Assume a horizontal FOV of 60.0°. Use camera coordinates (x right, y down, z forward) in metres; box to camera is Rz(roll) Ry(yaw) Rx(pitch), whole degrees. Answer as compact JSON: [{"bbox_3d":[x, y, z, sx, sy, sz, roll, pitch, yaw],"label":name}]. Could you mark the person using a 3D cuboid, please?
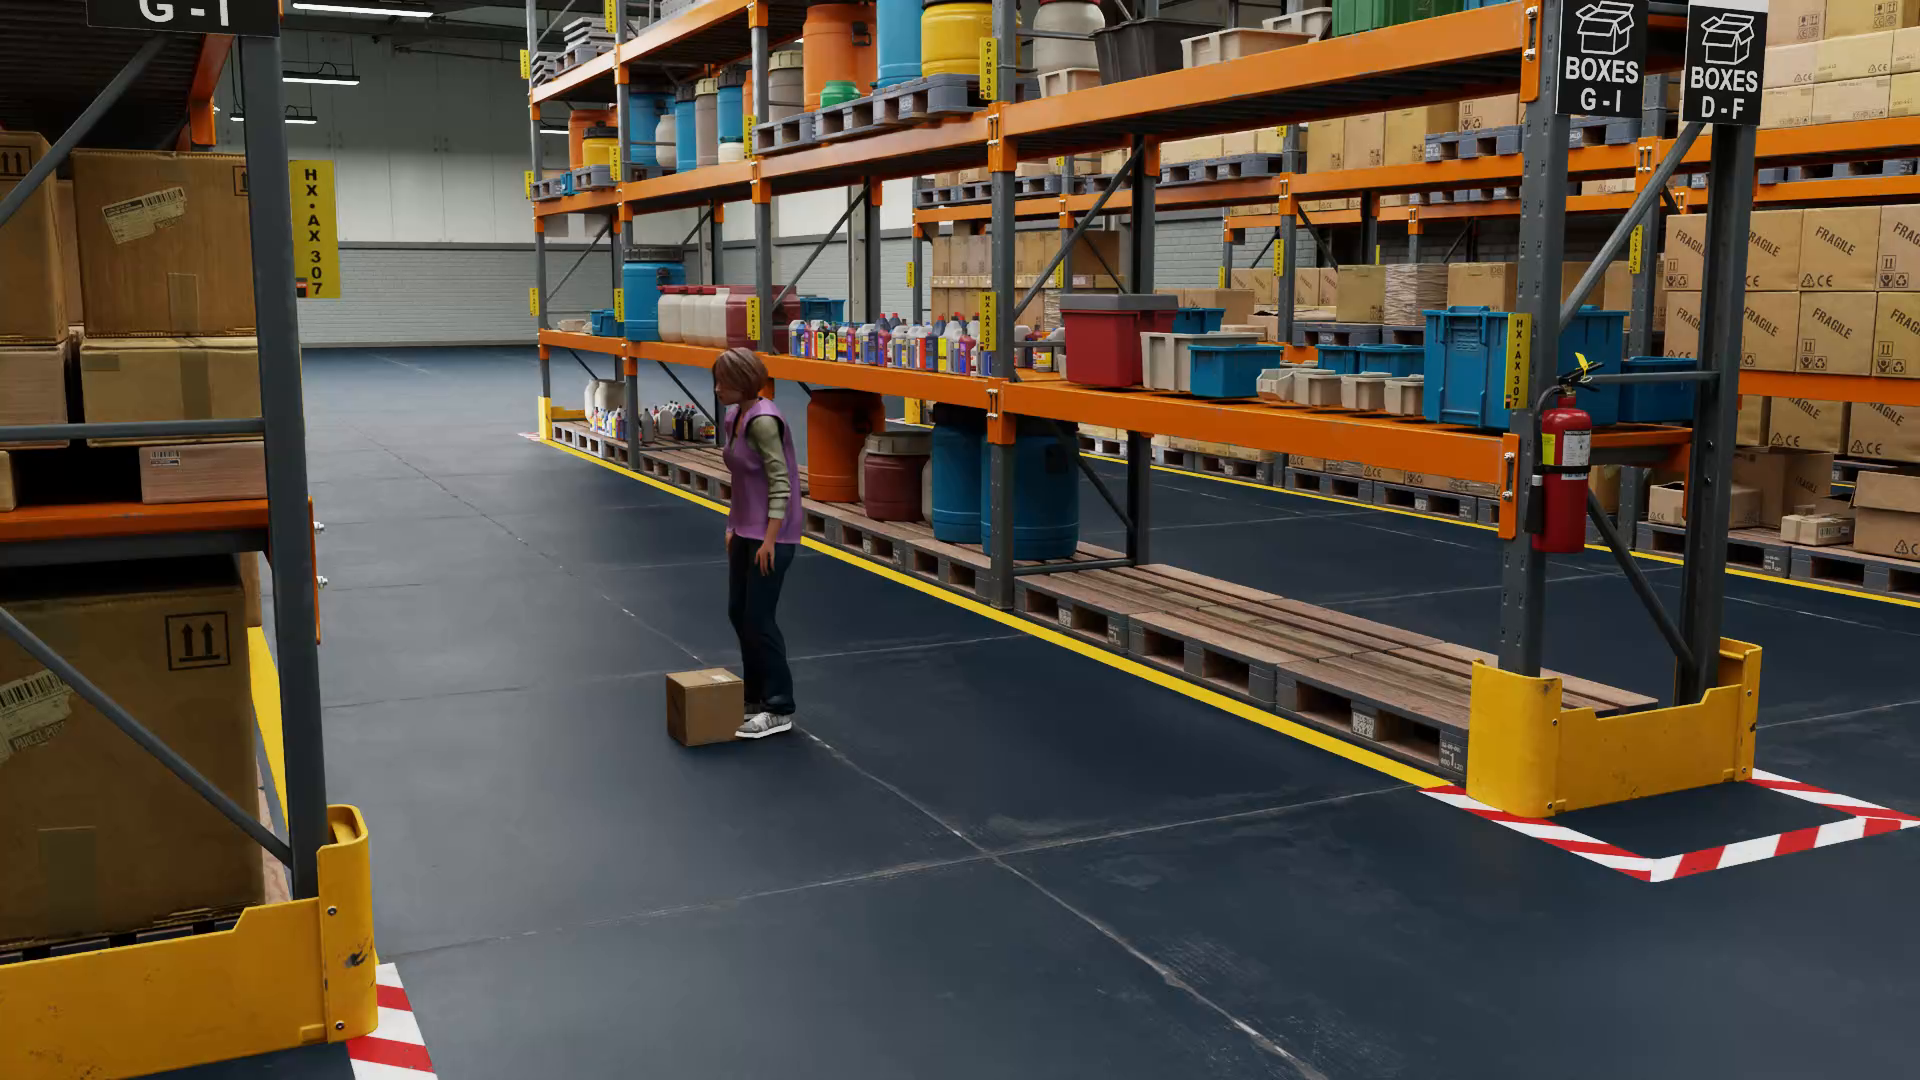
[{"bbox_3d":[-0.839,0.006,6.856,0.350,1.591,0.469,-4,10,-27],"label":"person"}]
